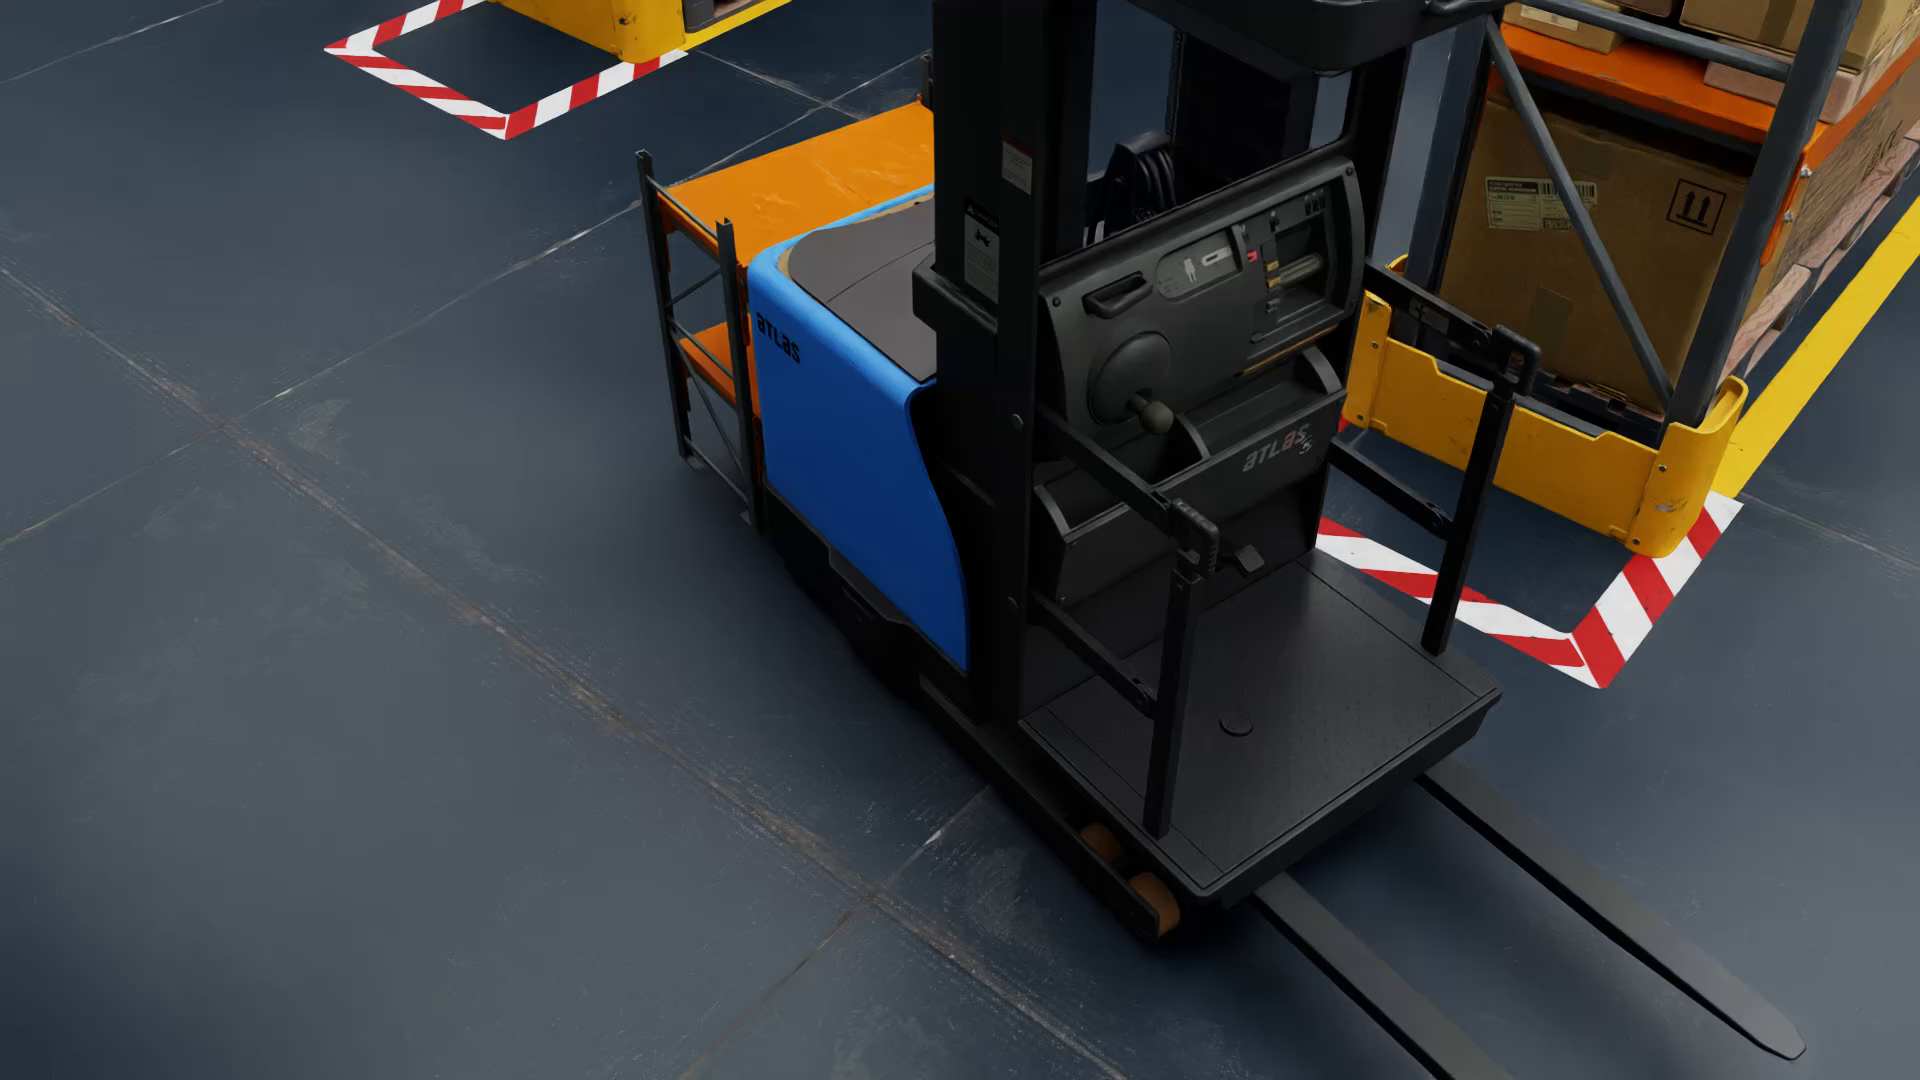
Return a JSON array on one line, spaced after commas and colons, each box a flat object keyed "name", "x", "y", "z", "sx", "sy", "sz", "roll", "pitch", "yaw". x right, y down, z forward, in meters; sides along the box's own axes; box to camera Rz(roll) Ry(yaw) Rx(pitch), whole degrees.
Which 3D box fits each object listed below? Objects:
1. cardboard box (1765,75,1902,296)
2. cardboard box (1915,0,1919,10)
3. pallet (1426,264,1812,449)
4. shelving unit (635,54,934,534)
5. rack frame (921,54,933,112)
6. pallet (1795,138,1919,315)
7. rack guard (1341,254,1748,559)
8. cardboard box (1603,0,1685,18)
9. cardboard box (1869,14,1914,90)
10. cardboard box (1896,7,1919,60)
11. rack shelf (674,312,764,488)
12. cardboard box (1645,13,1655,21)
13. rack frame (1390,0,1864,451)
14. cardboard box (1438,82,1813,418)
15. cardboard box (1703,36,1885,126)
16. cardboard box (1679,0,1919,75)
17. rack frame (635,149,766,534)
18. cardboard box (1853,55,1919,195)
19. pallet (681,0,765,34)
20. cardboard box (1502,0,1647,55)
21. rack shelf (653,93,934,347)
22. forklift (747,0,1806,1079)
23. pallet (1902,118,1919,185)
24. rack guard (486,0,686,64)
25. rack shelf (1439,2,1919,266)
[{"name": "cardboard box", "x": 2.796, "y": -1.589, "z": 6.036, "sx": 0.875, "sy": 0.875, "sz": 0.875, "roll": 29, "pitch": 50, "yaw": 28}, {"name": "cardboard box", "x": 2.705, "y": -1.843, "z": 4.937, "sx": 0.500, "sy": 0.250, "sz": 0.500, "roll": 29, "pitch": 50, "yaw": 28}, {"name": "pallet", "x": 2.315, "y": -0.801, "z": 5.974, "sx": 1.003, "sy": 0.211, "sz": 1.213, "roll": 29, "pitch": 50, "yaw": 28}, {"name": "shelving unit", "x": -0.372, "y": -0.781, "z": 5.273, "sx": 1.048, "sy": 1.125, "sz": 0.538, "roll": -27, "pitch": 49, "yaw": -26}, {"name": "rack frame", "x": 0.036, "y": -0.986, "z": 5.498, "sx": 0.032, "sy": 1.125, "sz": 0.500, "roll": -27, "pitch": 49, "yaw": -26}, {"name": "pallet", "x": 3.100, "y": -1.427, "z": 6.662, "sx": 1.003, "sy": 0.211, "sz": 1.213, "roll": 29, "pitch": 50, "yaw": 28}, {"name": "rack guard", "x": 1.845, "y": -0.450, "z": 5.373, "sx": 1.175, "sy": 0.500, "sz": 0.348, "roll": 29, "pitch": 50, "yaw": 28}, {"name": "cardboard box", "x": 1.969, "y": -1.806, "z": 4.897, "sx": 0.500, "sy": 0.250, "sz": 0.500, "roll": 29, "pitch": 50, "yaw": 28}, {"name": "cardboard box", "x": 2.505, "y": -1.467, "z": 4.821, "sx": 0.380, "sy": 0.149, "sz": 0.250, "roll": 29, "pitch": 50, "yaw": 28}, {"name": "cardboard box", "x": 2.670, "y": -1.599, "z": 4.966, "sx": 0.380, "sy": 0.149, "sz": 0.250, "roll": 28, "pitch": 49, "yaw": 28}, {"name": "rack shelf", "x": -0.372, "y": -0.600, "z": 5.438, "sx": 1.000, "sy": 0.278, "sz": 0.538, "roll": -27, "pitch": 49, "yaw": -26}, {"name": "cardboard box", "x": 2.003, "y": -1.755, "z": 5.137, "sx": 0.380, "sy": 0.149, "sz": 0.250, "roll": 30, "pitch": 50, "yaw": 29}, {"name": "rack frame", "x": 1.860, "y": -1.387, "z": 4.546, "sx": 1.000, "sy": 3.000, "sz": 0.127, "roll": 29, "pitch": 50, "yaw": 28}, {"name": "cardboard box", "x": 2.211, "y": -1.121, "z": 5.520, "sx": 0.875, "sy": 0.875, "sz": 0.875, "roll": 29, "pitch": 50, "yaw": 28}, {"name": "cardboard box", "x": 2.341, "y": -1.334, "z": 4.675, "sx": 0.380, "sy": 0.149, "sz": 0.250, "roll": 30, "pitch": 50, "yaw": 29}, {"name": "cardboard box", "x": 2.376, "y": -1.572, "z": 4.640, "sx": 0.500, "sy": 0.250, "sz": 0.500, "roll": 28, "pitch": 49, "yaw": 27}, {"name": "rack frame", "x": -0.779, "y": -0.577, "z": 5.048, "sx": 0.032, "sy": 1.125, "sz": 0.500, "roll": -27, "pitch": 49, "yaw": -26}, {"name": "cardboard box", "x": 3.369, "y": -2.048, "z": 6.540, "sx": 0.875, "sy": 0.875, "sz": 0.875, "roll": 29, "pitch": 50, "yaw": 28}, {"name": "pallet", "x": -1.272, "y": -2.997, "z": 8.389, "sx": 1.003, "sy": 0.211, "sz": 1.213, "roll": 29, "pitch": 50, "yaw": 28}, {"name": "cardboard box", "x": 1.837, "y": -1.620, "z": 4.989, "sx": 0.380, "sy": 0.149, "sz": 0.250, "roll": 30, "pitch": 50, "yaw": 29}, {"name": "rack shelf", "x": -0.372, "y": -0.998, "z": 5.076, "sx": 1.000, "sy": 0.278, "sz": 0.538, "roll": -27, "pitch": 49, "yaw": -26}, {"name": "forklift", "x": 0.696, "y": -0.471, "z": 3.589, "sx": 1.130, "sy": 2.935, "sz": 3.031, "roll": -27, "pitch": 49, "yaw": -27}, {"name": "pallet", "x": 3.885, "y": -2.058, "z": 7.356, "sx": 1.003, "sy": 0.211, "sz": 1.213, "roll": 29, "pitch": 50, "yaw": 28}, {"name": "rack guard", "x": -1.822, "y": -2.701, "z": 7.849, "sx": 1.175, "sy": 0.500, "sz": 0.348, "roll": 29, "pitch": 50, "yaw": 28}, {"name": "rack shelf", "x": 3.147, "y": -2.151, "z": 5.921, "sx": 1.077, "sy": 0.370, "sz": 4.000, "roll": 29, "pitch": 50, "yaw": 28}]
